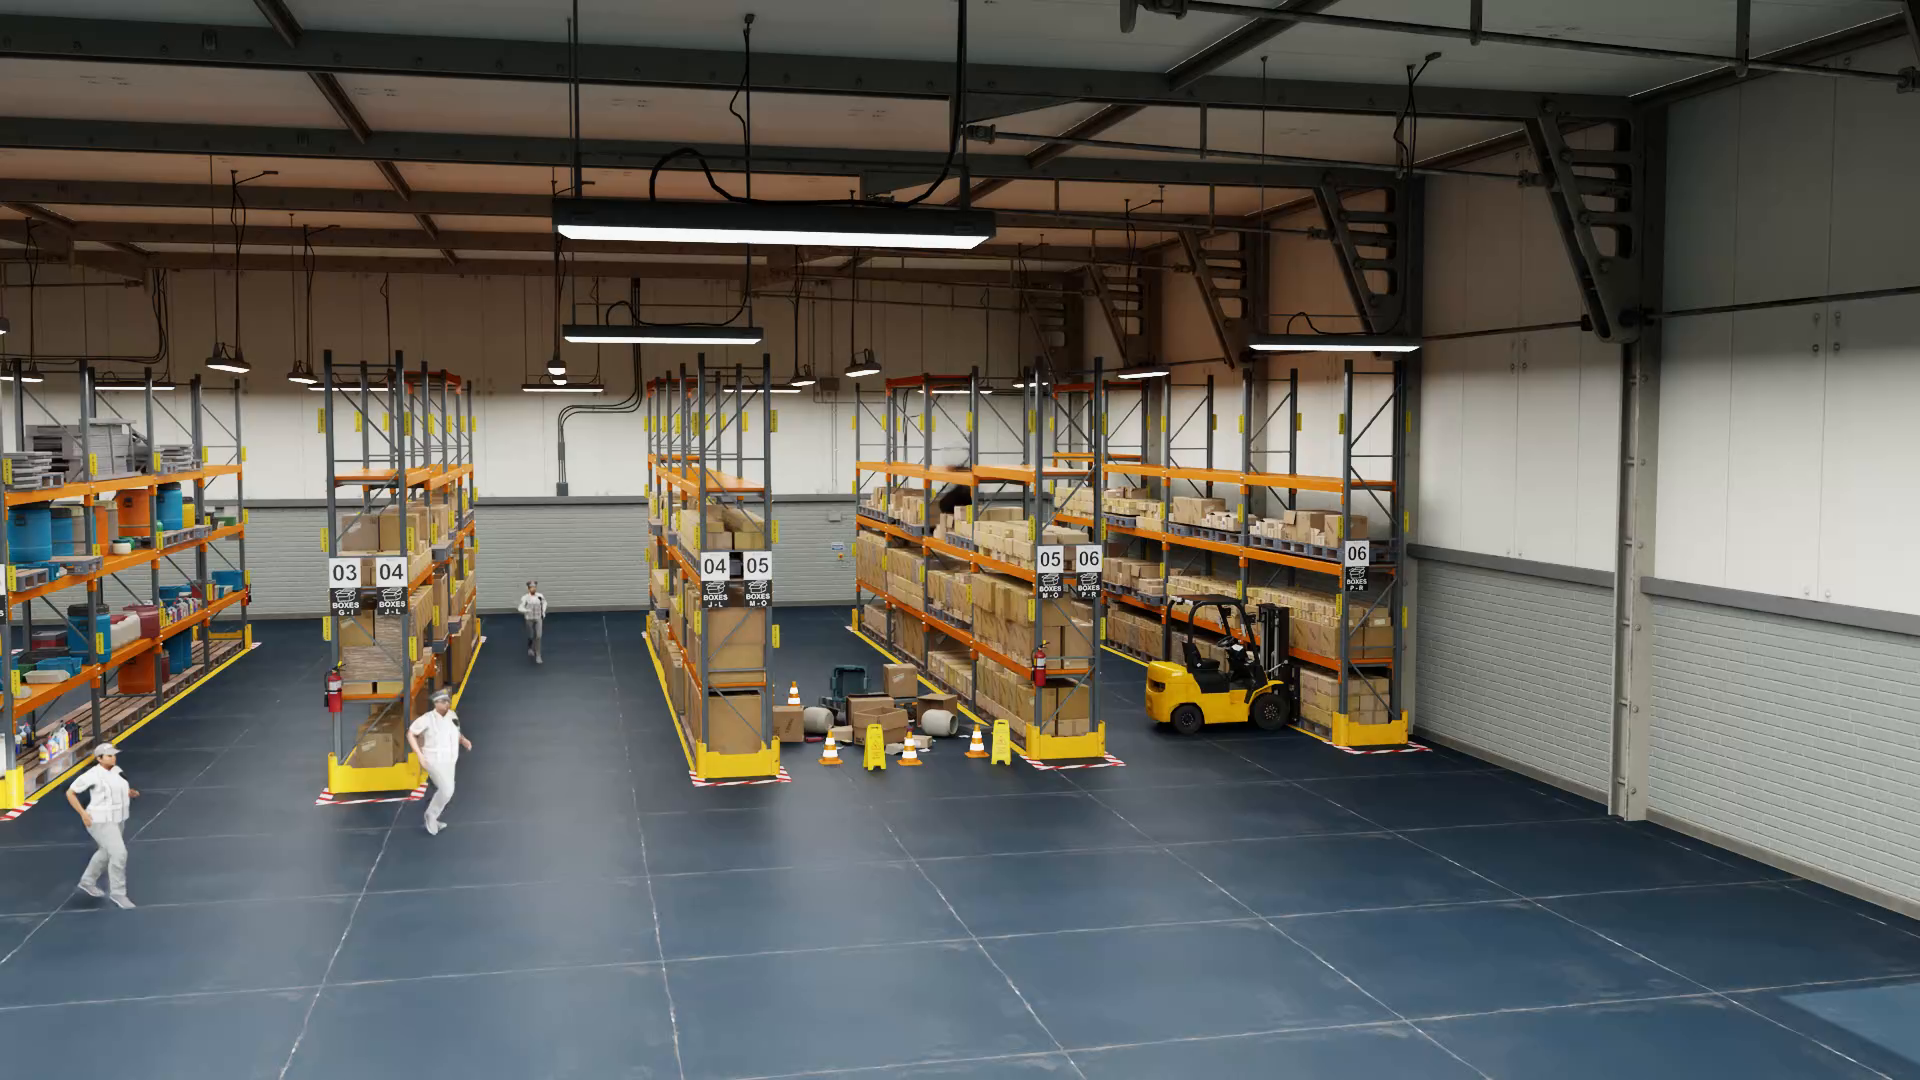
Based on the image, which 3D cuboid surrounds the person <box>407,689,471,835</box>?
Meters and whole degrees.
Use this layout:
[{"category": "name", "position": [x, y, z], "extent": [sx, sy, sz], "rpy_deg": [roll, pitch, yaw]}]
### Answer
[{"category": "person", "position": [-6.333, 2.714, 20.414], "extent": [0.671, 1.786, 0.659], "rpy_deg": [2, 4, 25]}]

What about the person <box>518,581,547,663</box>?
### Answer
[{"category": "person", "position": [-9.019, 1.703, 35.162], "extent": [0.613, 1.712, 0.924], "rpy_deg": [-2, 4, -21]}]

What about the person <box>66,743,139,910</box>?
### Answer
[{"category": "person", "position": [-8.887, 2.975, 17.308], "extent": [0.751, 1.720, 0.580], "rpy_deg": [0, 4, 7]}]
